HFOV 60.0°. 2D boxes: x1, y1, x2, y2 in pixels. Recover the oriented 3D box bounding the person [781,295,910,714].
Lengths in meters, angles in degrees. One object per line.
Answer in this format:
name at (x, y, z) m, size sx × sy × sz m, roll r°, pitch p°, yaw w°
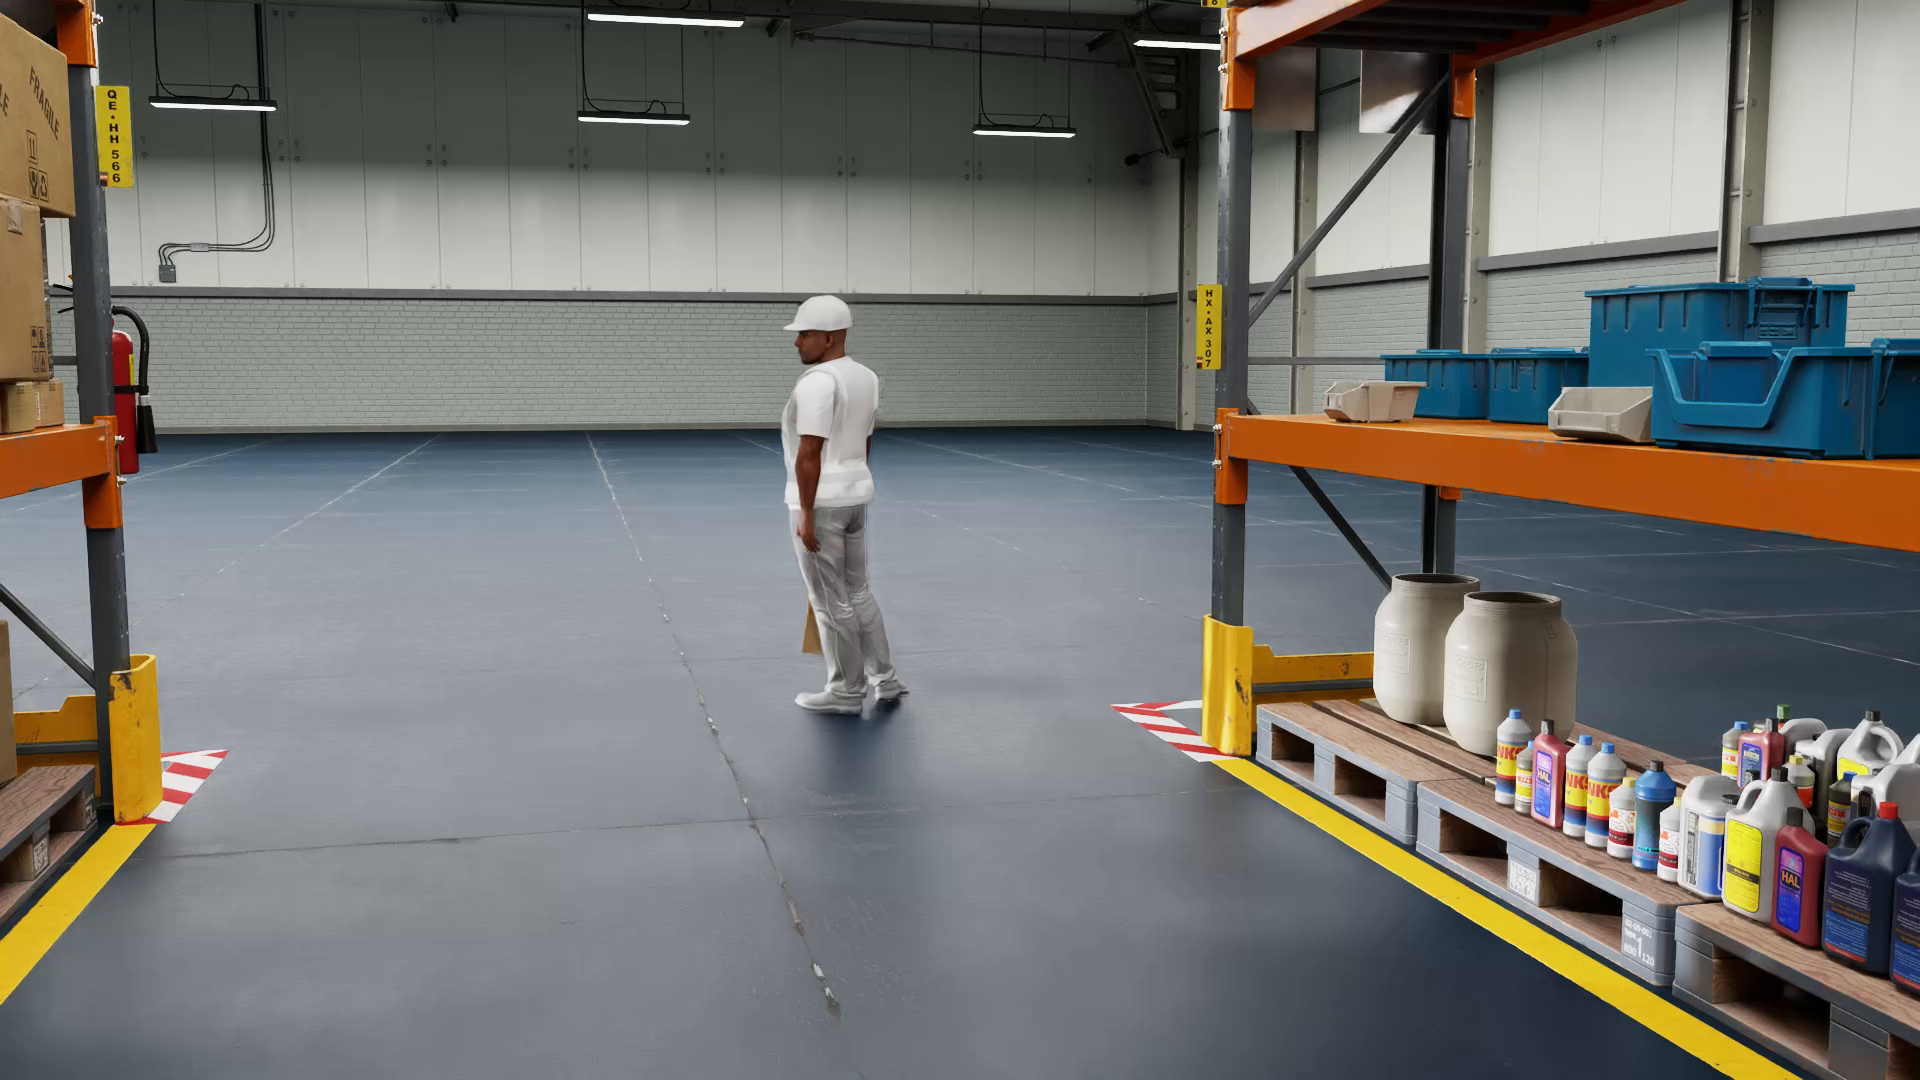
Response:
person at (-0.512, -0.152, 7.109) m, size 0.440 × 1.765 × 0.703 m, roll 3°, pitch 7°, yaw 26°
